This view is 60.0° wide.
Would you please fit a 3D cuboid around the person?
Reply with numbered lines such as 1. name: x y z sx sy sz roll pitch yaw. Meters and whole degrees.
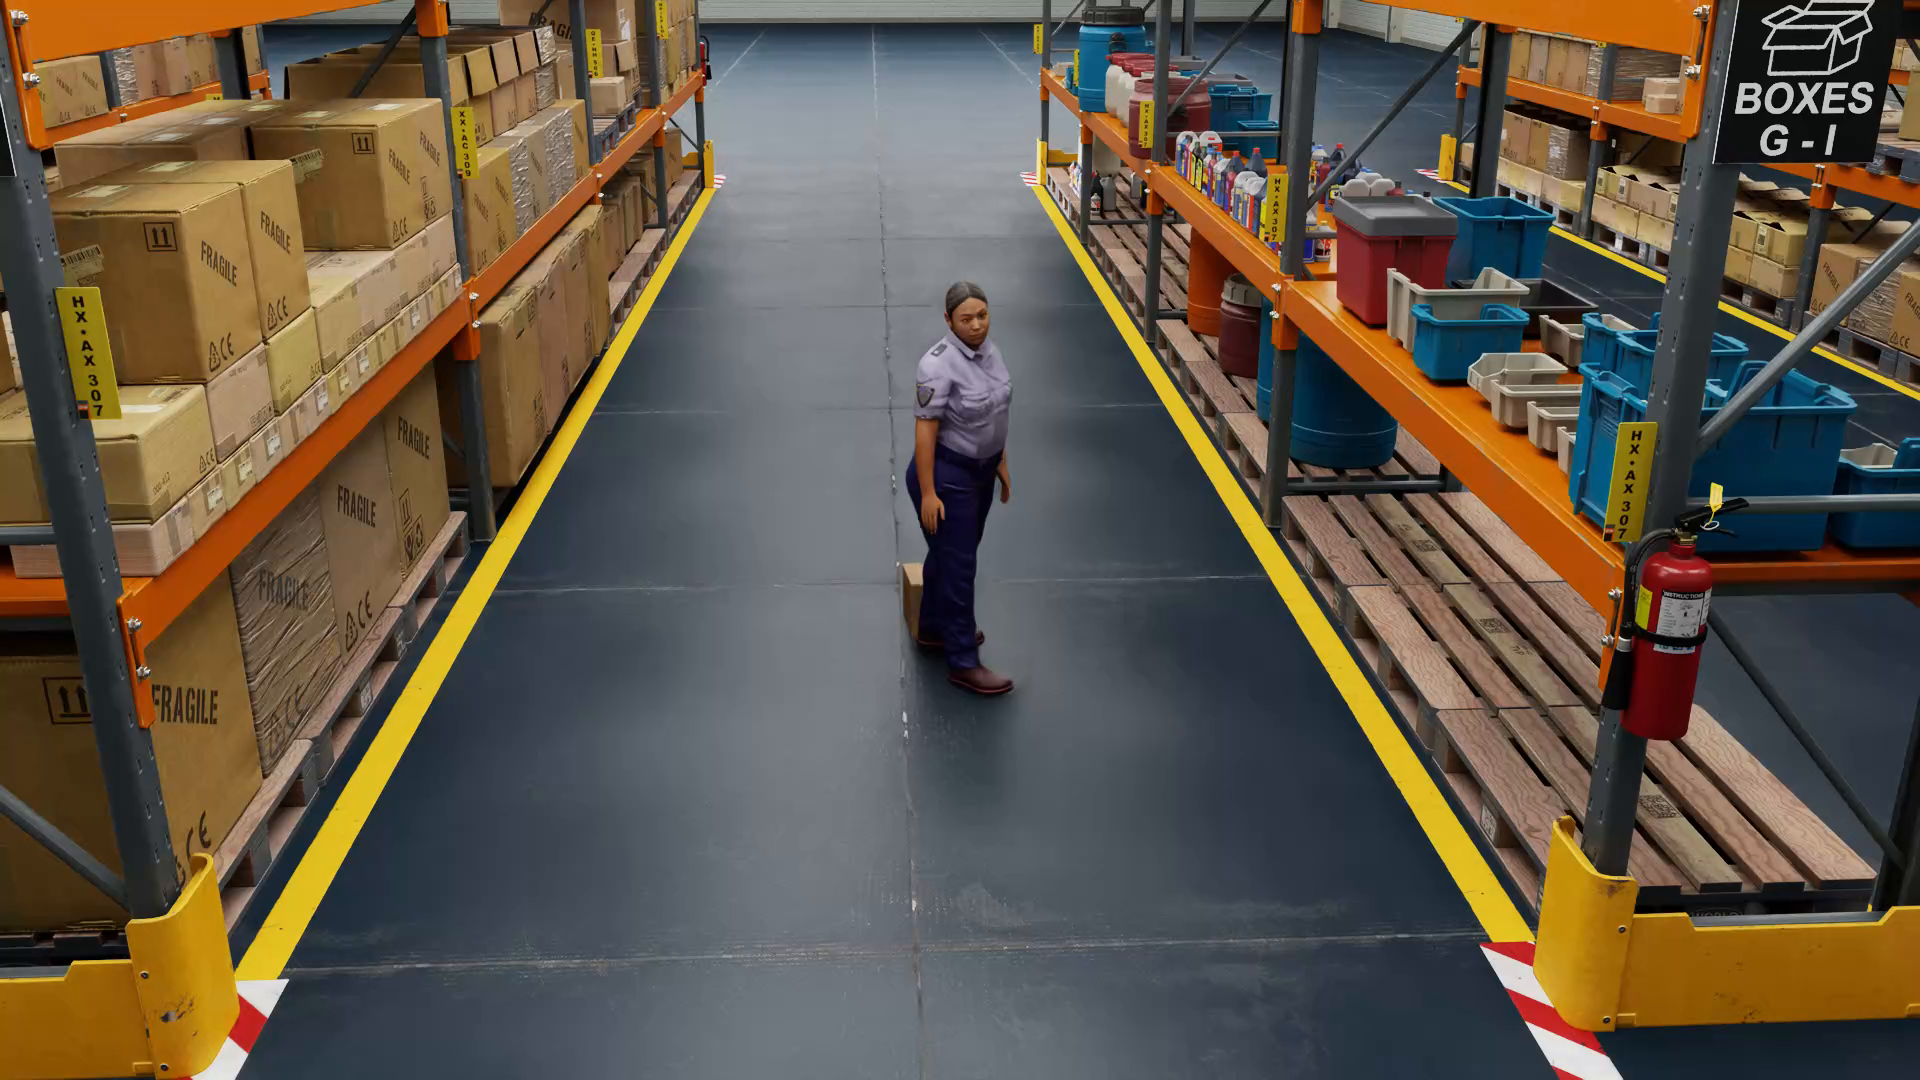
1. person: 0.027 -0.236 6.674 0.578 1.634 0.568 10 23 26
